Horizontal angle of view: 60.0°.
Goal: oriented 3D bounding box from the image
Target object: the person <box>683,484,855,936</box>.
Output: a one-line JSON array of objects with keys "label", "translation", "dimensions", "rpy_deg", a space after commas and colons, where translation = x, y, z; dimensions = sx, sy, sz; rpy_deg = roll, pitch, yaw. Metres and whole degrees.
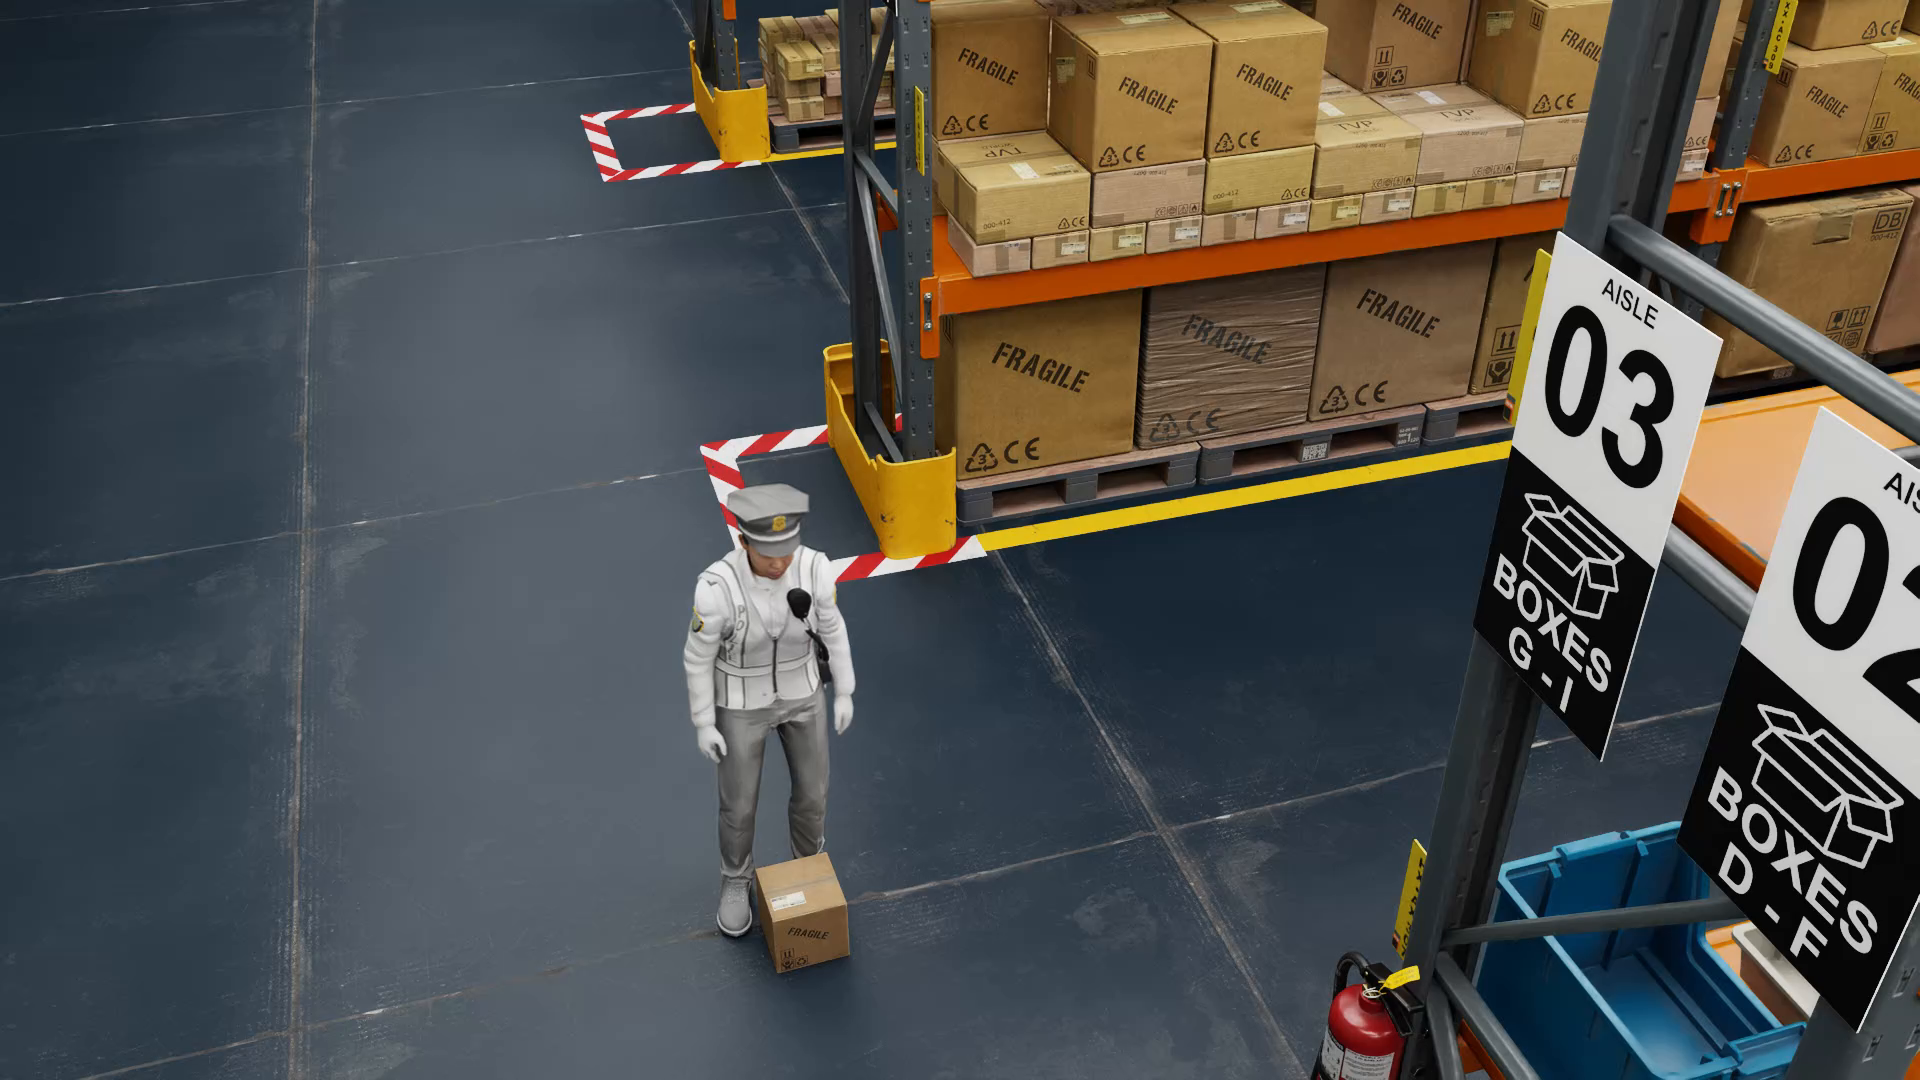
[{"label": "person", "translation": [-0.599, 0.533, 5.351], "dimensions": [0.542, 1.665, 0.373], "rpy_deg": [-11, 36, -16]}]
